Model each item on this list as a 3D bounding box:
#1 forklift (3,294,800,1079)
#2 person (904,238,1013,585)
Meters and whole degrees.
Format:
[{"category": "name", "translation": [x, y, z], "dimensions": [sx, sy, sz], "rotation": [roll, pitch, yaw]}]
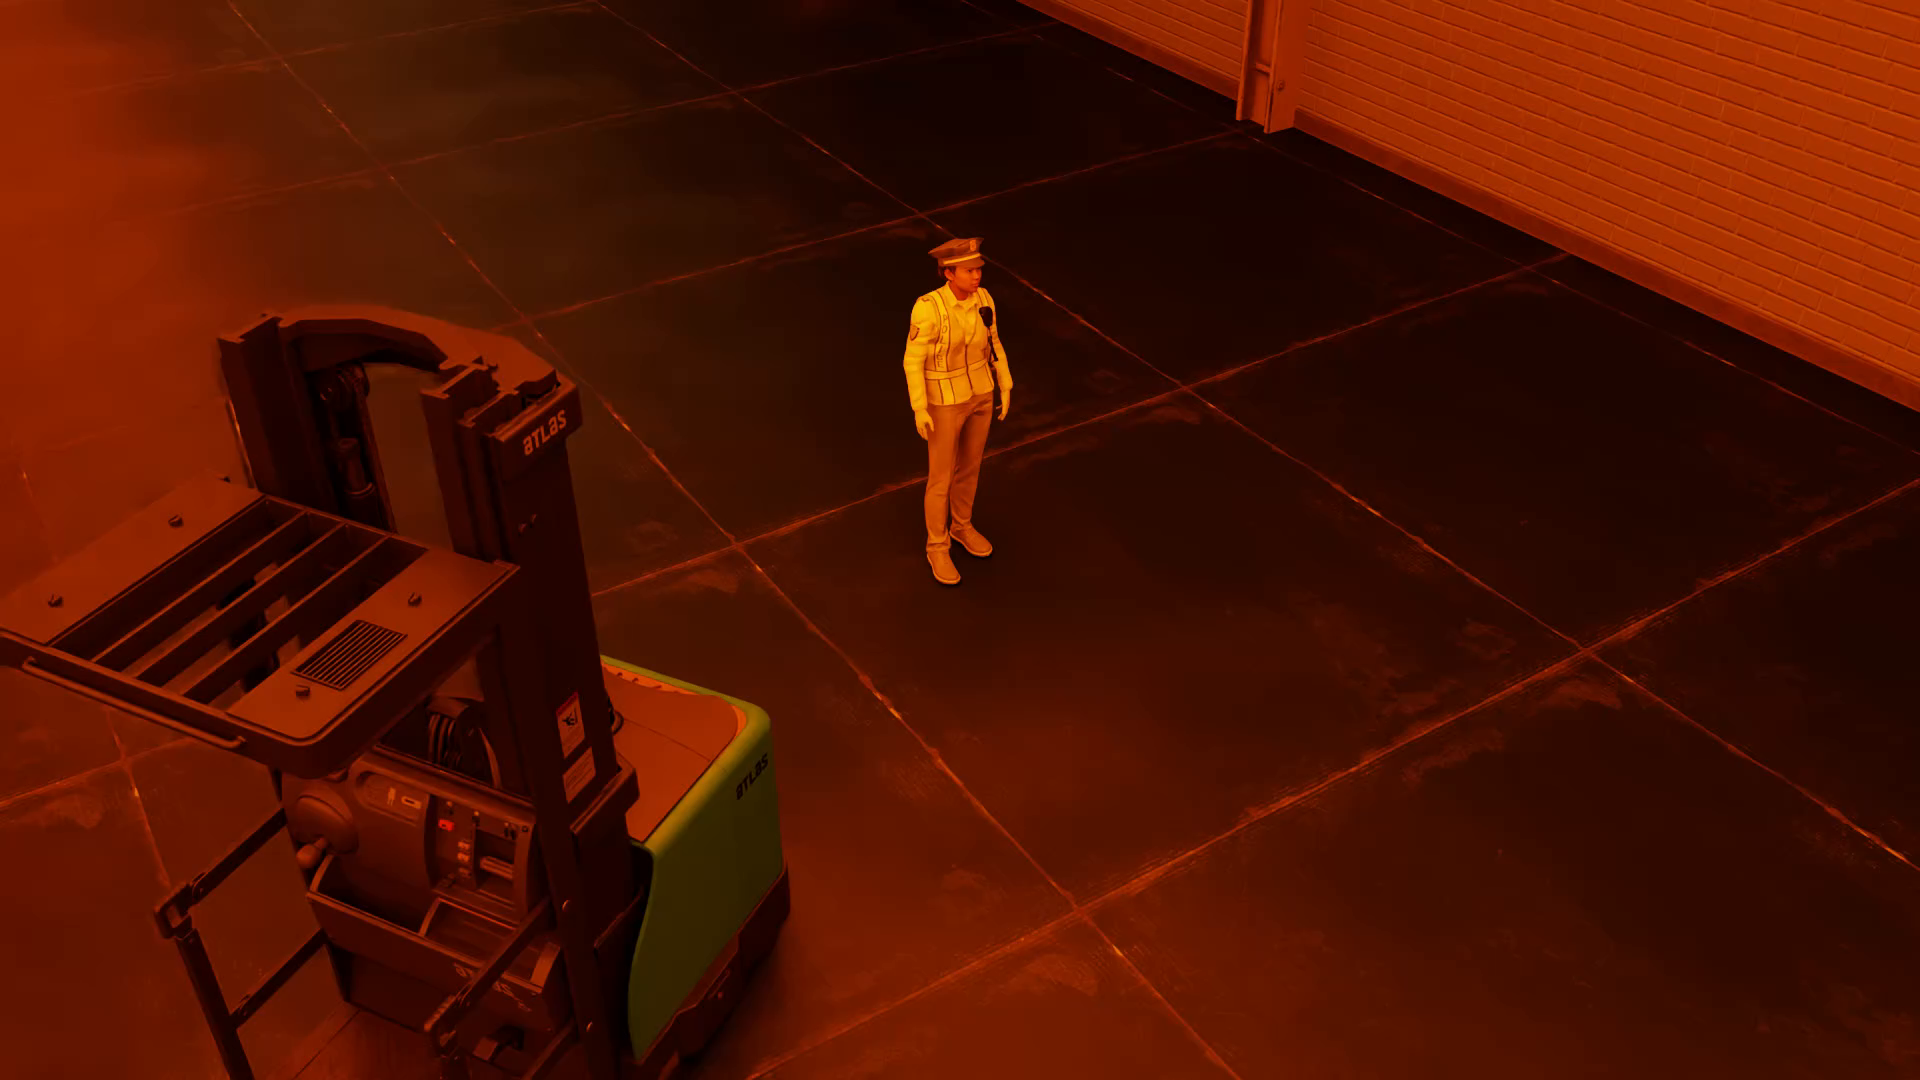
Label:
[{"category": "forklift", "translation": [-1.716, 0.894, 4.875], "dimensions": [1.130, 2.935, 3.031], "rotation": [15, 38, 20]}, {"category": "person", "translation": [0.032, -0.664, 8.155], "dimensions": [0.587, 1.694, 0.530], "rotation": [-21, 40, -27]}]
